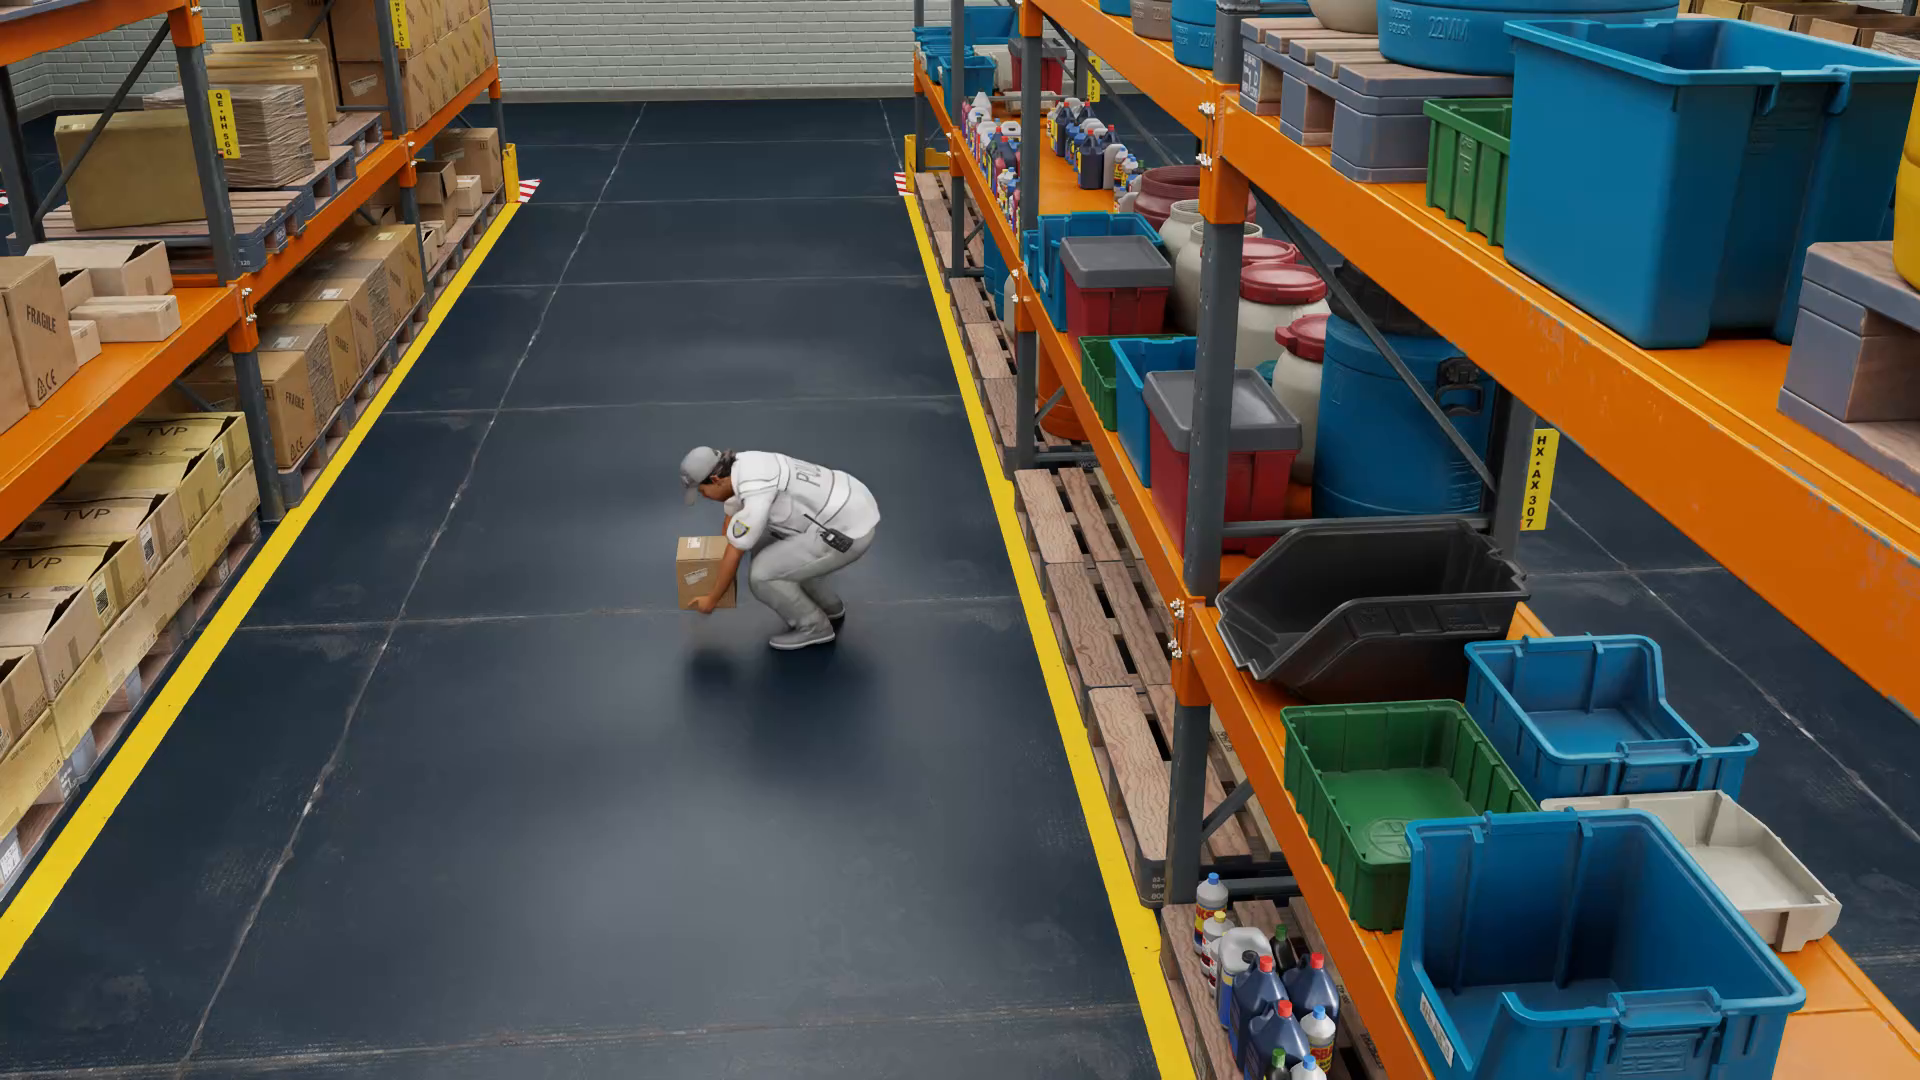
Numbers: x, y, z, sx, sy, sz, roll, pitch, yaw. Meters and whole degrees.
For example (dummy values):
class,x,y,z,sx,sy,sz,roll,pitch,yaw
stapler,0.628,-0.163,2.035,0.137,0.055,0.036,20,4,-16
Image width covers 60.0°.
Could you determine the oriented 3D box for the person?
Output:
class,x,y,z,sx,sy,sz,roll,pitch,yaw
person,-0.799,-0.002,7.503,0.877,0.947,0.499,-3,24,-7
